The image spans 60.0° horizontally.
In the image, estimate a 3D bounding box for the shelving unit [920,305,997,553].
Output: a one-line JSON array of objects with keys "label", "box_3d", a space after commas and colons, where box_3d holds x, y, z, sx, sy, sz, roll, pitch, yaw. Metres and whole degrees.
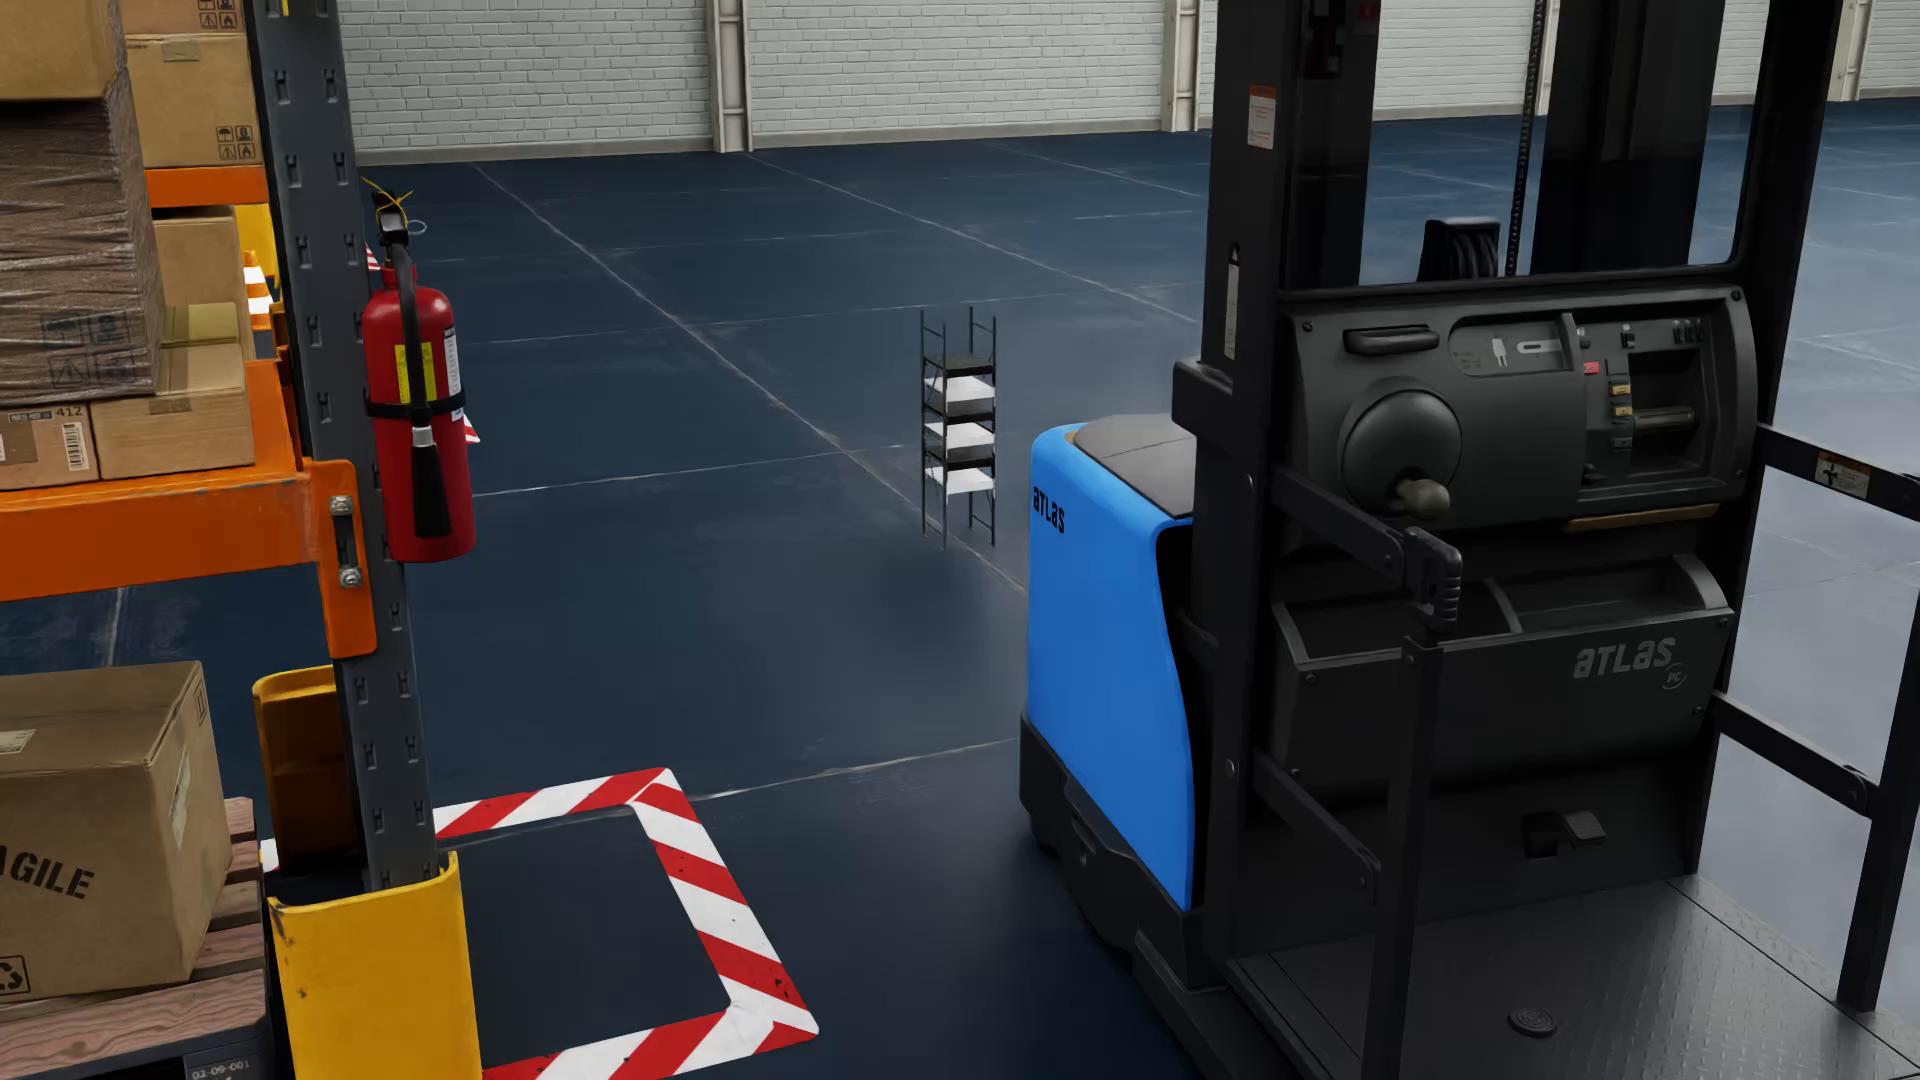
[{"label": "shelving unit", "box_3d": [-0.007, -0.423, 6.370, 0.210, 0.900, 0.258, -8, 21, -22]}]

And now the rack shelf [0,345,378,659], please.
[{"label": "rack shelf", "box_3d": [-3.108, 0.140, 2.692, 4.000, 0.370, 1.077, -8, 21, -22]}]

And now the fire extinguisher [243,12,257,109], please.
[{"label": "fire extinguisher", "box_3d": [-4.910, -3.323, 11.560, 0.183, 0.674, 0.296, -8, 21, -22]}]

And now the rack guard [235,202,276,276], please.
[{"label": "rack guard", "box_3d": [-5.267, -2.296, 12.290, 0.348, 0.500, 1.175, -8, 21, -22]}]

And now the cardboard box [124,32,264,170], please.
[{"label": "cardboard box", "box_3d": [-3.467, -1.997, 7.451, 0.550, 0.550, 0.875, -8, 21, -22]}]

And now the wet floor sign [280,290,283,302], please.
[{"label": "wet floor sign", "box_3d": [-3.902, -1.486, 9.770, 0.232, 0.644, 0.267, -12, 23, -31]}]

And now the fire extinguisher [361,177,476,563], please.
[{"label": "fire extinguisher", "box_3d": [-0.984, -0.301, 2.977, 0.183, 0.674, 0.296, -8, 21, -22]}]

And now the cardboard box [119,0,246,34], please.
[{"label": "cardboard box", "box_3d": [-3.500, -2.532, 7.344, 0.550, 0.550, 0.875, -8, 21, -22]}]

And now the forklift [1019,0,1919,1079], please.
[{"label": "forklift", "box_3d": [1.082, -0.232, 2.766, 1.130, 2.935, 3.031, -6, 20, -16]}]

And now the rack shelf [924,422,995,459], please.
[{"label": "rack shelf", "box_3d": [-0.007, -0.392, 6.381, 0.200, 0.077, 0.258, -8, 21, -22]}]

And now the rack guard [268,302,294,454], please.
[{"label": "rack guard", "box_3d": [-3.122, -0.813, 8.078, 0.348, 0.500, 1.175, -8, 21, -22]}]

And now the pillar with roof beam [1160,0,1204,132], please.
[{"label": "pillar with roof beam", "box_3d": [4.560, -8.277, 16.480, 0.400, 9.000, 9.100, -8, 21, -22]}]

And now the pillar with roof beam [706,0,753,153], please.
[{"label": "pillar with roof beam", "box_3d": [-0.949, -7.488, 14.238, 0.400, 9.000, 9.100, -8, 21, -22]}]

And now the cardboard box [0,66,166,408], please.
[{"label": "cardboard box", "box_3d": [-1.788, -0.586, 3.072, 0.500, 0.500, 0.875, -8, 21, -22]}]

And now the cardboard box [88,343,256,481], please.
[{"label": "cardboard box", "box_3d": [-1.452, -0.244, 3.077, 0.250, 0.149, 0.380, -8, 21, -22]}]

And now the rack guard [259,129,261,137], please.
[{"label": "rack guard", "box_3d": [-7.145, -3.822, 16.625, 0.348, 0.500, 1.175, -8, 21, -22]}]

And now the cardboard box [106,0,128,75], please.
[{"label": "cardboard box", "box_3d": [-1.885, -1.133, 3.119, 0.500, 0.500, 0.500, -8, 21, -22]}]

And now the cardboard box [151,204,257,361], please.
[{"label": "cardboard box", "box_3d": [-3.740, -1.075, 7.626, 0.875, 0.875, 0.875, -8, 21, -22]}]

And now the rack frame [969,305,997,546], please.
[{"label": "rack frame", "box_3d": [0.086, -0.437, 6.408, 0.006, 0.900, 0.240, -8, 21, -22]}]

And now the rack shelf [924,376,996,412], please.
[{"label": "rack shelf", "box_3d": [-0.007, -0.562, 6.321, 0.200, 0.077, 0.258, -8, 21, -22]}]

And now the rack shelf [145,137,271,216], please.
[{"label": "rack shelf", "box_3d": [-4.980, -1.386, 7.026, 4.000, 0.370, 1.077, -8, 21, -22]}]

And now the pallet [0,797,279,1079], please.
[{"label": "pallet", "box_3d": [-2.102, 0.959, 3.482, 1.213, 0.211, 1.003, -8, 21, -22]}]

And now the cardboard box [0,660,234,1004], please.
[{"label": "cardboard box", "box_3d": [-1.852, 0.595, 3.447, 0.500, 0.500, 0.500, -4, 20, -12]}]

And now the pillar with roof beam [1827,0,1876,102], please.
[{"label": "pillar with roof beam", "box_3d": [15.579, -9.855, 20.963, 0.400, 9.000, 9.100, -8, 21, -22]}]

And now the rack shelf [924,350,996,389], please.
[{"label": "rack shelf", "box_3d": [-0.007, -0.647, 6.291, 0.200, 0.077, 0.258, -8, 21, -22]}]

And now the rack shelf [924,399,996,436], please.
[{"label": "rack shelf", "box_3d": [-0.007, -0.477, 6.351, 0.200, 0.077, 0.258, -8, 21, -22]}]

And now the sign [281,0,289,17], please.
[{"label": "sign", "box_3d": [-1.071, -0.986, 2.587, 0.005, 0.325, 0.100, -8, 21, -22]}]

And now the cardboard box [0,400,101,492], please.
[{"label": "cardboard box", "box_3d": [-1.682, -0.211, 2.984, 0.250, 0.149, 0.380, -8, 21, -22]}]

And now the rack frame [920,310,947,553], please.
[{"label": "rack frame", "box_3d": [-0.101, -0.410, 6.332, 0.006, 0.900, 0.240, -8, 21, -22]}]

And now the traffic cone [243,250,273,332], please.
[{"label": "traffic cone", "box_3d": [-4.329, -1.545, 10.212, 0.334, 0.463, 0.336, -8, 21, -22]}]

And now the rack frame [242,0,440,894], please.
[{"label": "rack frame", "box_3d": [-1.272, -0.463, 3.320, 0.127, 3.000, 1.000, -8, 21, -22]}]

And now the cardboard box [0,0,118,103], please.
[{"label": "cardboard box", "box_3d": [-1.679, -0.974, 2.668, 0.500, 0.500, 0.500, -8, 21, -22]}]

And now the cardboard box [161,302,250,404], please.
[{"label": "cardboard box", "box_3d": [-1.628, -0.380, 3.462, 0.250, 0.149, 0.380, -8, 21, -22]}]

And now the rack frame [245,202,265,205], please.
[{"label": "rack frame", "box_3d": [-5.197, -3.485, 11.903, 0.127, 3.000, 1.000, -8, 21, -22]}]

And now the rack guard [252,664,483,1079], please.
[{"label": "rack guard", "box_3d": [-1.342, 0.726, 3.707, 0.348, 0.500, 1.175, -8, 21, -22]}]

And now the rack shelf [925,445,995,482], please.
[{"label": "rack shelf", "box_3d": [-0.007, -0.307, 6.411, 0.200, 0.077, 0.258, -8, 21, -22]}]

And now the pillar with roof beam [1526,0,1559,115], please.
[{"label": "pillar with roof beam", "box_3d": [10.070, -9.066, 18.721, 0.400, 9.000, 9.100, -8, 21, -22]}]

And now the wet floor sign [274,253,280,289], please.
[{"label": "wet floor sign", "box_3d": [-4.599, -2.073, 11.438, 0.232, 0.644, 0.267, -1, 19, -3]}]

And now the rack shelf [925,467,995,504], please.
[{"label": "rack shelf", "box_3d": [-0.007, -0.222, 6.440, 0.200, 0.077, 0.258, -8, 21, -22]}]
